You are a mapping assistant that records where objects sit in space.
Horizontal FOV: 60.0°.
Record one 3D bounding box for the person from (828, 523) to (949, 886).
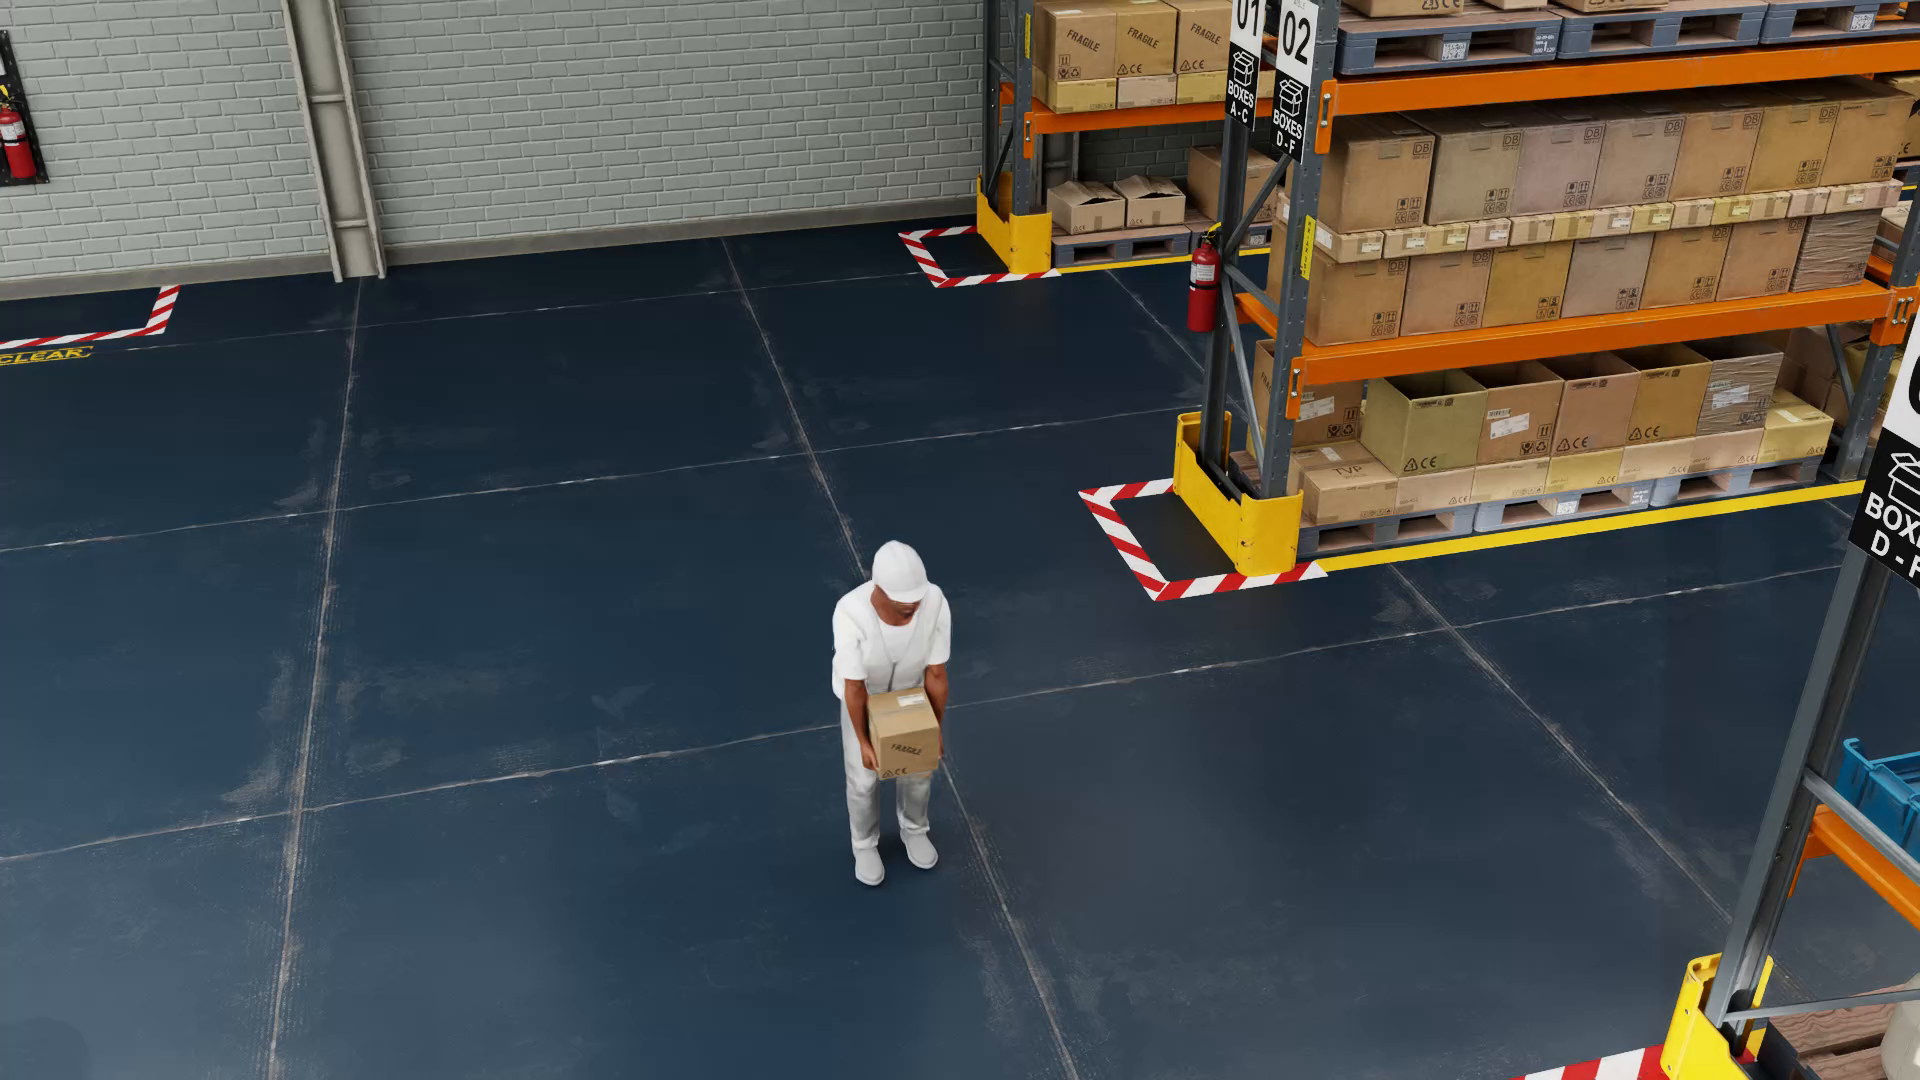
[{"bbox_3d":[-0.278,0.699,7.028,0.501,1.746,0.594,-8,31,-14],"label":"person"}]
